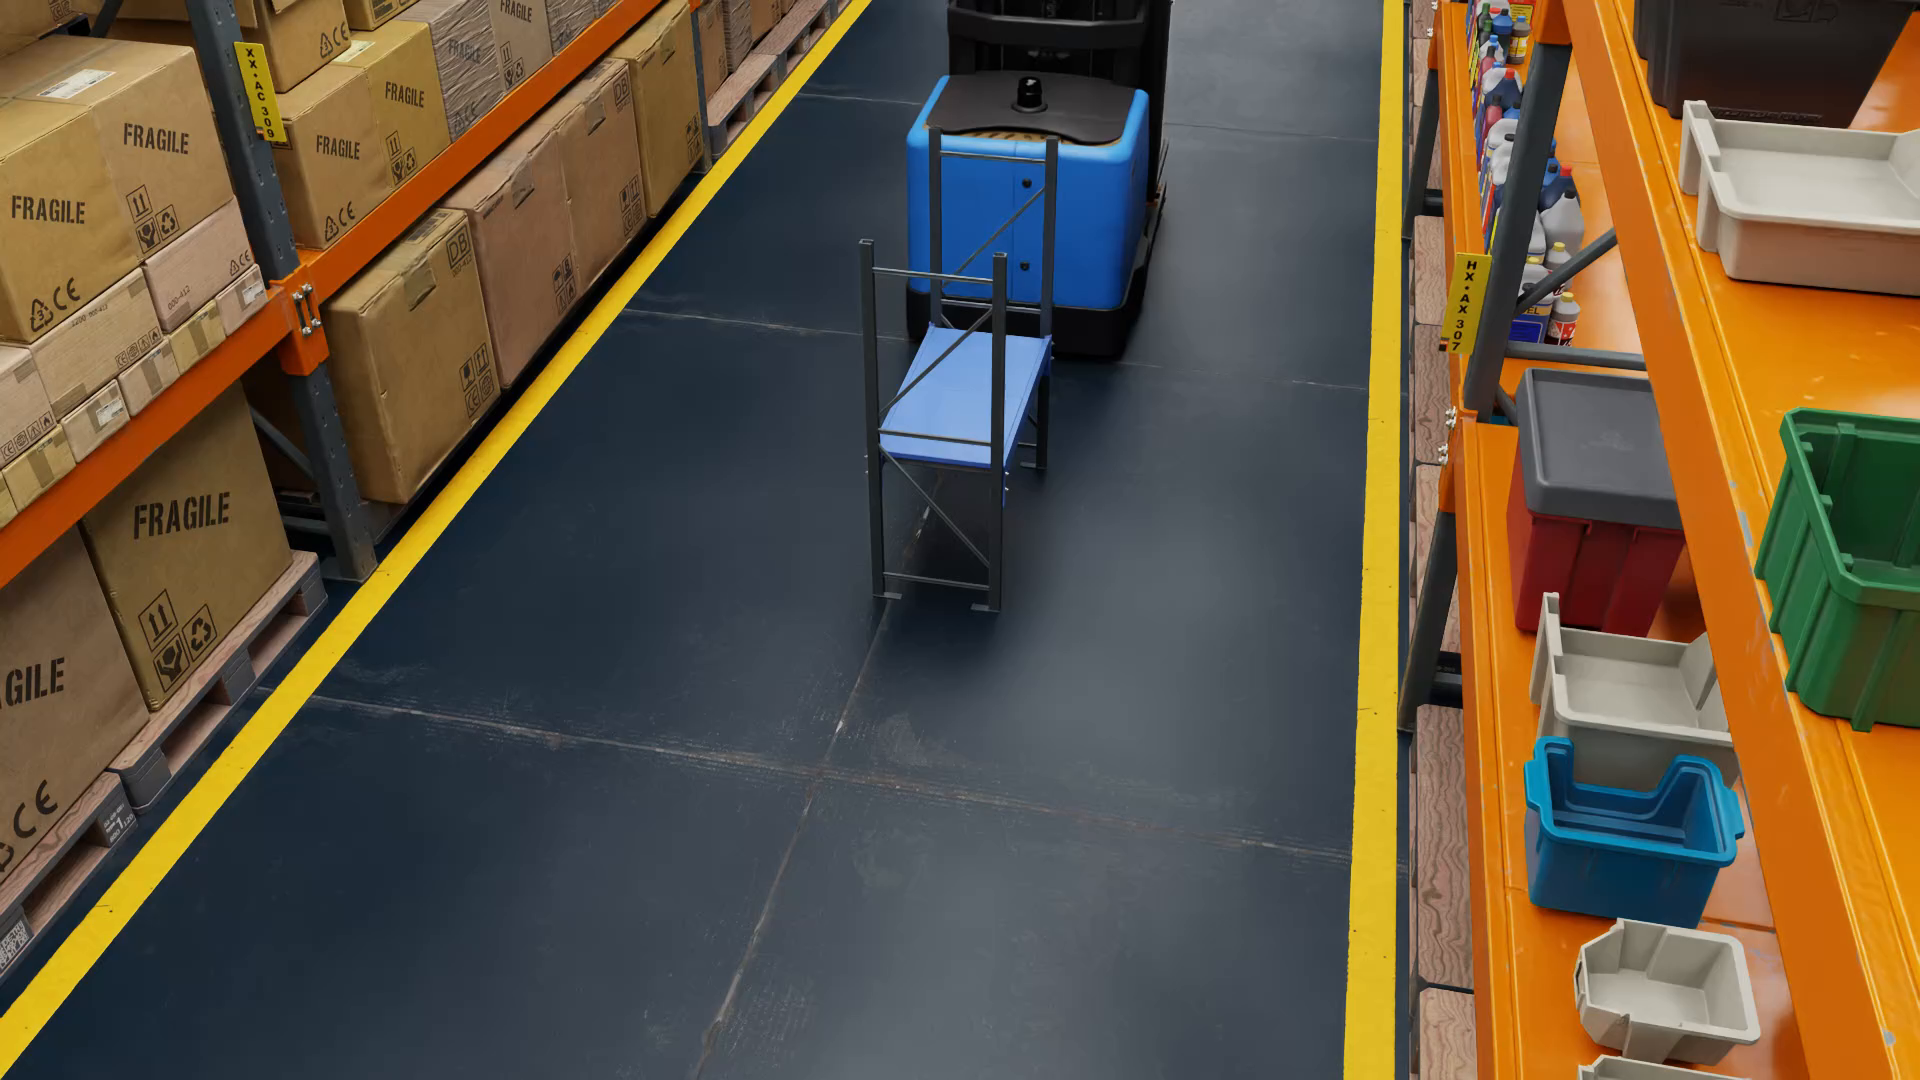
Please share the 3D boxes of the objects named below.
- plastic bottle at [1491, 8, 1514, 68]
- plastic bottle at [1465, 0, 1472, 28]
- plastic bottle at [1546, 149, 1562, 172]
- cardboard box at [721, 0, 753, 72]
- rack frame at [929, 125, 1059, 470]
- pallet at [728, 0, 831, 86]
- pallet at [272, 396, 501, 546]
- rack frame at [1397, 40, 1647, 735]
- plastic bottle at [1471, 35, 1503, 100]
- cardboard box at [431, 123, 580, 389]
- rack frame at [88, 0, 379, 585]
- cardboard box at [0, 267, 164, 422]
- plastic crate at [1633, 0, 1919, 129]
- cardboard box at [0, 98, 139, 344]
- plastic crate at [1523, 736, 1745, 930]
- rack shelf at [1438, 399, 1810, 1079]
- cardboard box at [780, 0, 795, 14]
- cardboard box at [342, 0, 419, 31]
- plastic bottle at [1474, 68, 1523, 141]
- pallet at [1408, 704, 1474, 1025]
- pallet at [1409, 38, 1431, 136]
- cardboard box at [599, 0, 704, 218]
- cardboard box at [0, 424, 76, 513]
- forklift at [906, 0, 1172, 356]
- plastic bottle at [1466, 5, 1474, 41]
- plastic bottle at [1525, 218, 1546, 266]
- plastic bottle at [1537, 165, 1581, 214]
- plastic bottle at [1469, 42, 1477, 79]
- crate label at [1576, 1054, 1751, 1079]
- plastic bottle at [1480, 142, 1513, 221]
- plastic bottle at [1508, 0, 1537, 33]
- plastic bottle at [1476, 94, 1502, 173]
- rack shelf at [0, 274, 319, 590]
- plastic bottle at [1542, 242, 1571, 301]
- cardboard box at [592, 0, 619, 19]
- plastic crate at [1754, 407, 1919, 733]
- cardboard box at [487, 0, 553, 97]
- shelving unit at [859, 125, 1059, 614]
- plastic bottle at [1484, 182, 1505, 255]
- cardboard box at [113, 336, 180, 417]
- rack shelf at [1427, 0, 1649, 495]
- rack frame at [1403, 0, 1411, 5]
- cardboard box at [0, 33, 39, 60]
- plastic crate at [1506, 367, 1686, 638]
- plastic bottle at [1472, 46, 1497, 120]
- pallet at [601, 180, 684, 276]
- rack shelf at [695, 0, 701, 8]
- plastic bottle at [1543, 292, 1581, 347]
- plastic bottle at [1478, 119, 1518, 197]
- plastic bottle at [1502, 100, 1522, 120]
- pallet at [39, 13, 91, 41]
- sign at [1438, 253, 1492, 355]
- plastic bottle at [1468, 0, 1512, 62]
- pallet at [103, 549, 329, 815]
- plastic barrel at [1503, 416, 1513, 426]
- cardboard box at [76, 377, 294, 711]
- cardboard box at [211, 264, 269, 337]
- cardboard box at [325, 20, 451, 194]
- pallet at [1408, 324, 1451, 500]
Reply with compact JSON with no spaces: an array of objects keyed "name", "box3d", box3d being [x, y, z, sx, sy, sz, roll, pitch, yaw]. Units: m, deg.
[{"name":"plastic bottle","box3d":[2.385,-2.212,7.356,0.097,0.271,0.097,0,36,0]},{"name":"plastic bottle","box3d":[2.476,-2.550,7.818,0.152,0.276,0.135,7,37,10]},{"name":"plastic bottle","box3d":[2.139,-1.300,6.097,0.097,0.271,0.097,0,36,0]},{"name":"cardboard box","box3d":[-1.725,-3.301,10.503,0.700,0.500,0.500,4,36,6]},{"name":"rack frame","box3d":[0.127,-0.948,6.779,0.500,1.500,0.032,7,37,10]},{"name":"pallet","box3d":[-1.523,-3.445,11.323,1.003,0.211,1.213,7,37,10]},{"name":"pallet","box3d":[-2.717,-0.458,7.202,1.003,0.211,1.213,7,37,10]},{"name":"rack frame","box3d":[2.030,-0.514,4.904,1.000,3.000,0.127,7,37,10]},{"name":"plastic bottle","box3d":[2.248,-2.011,7.078,0.097,0.271,0.097,0,36,0]},{"name":"cardboard box","box3d":[-2.501,-1.327,7.477,1.225,0.875,0.875,6,36,8]},{"name":"rack frame","box3d":[-2.809,-1.135,5.760,1.000,3.000,0.127,7,37,10]},{"name":"cardboard box","box3d":[-2.755,-0.612,4.913,0.500,0.250,0.500,8,37,11]},{"name":"plastic crate","box3d":[1.497,-0.998,3.127,0.497,0.269,0.590,7,37,10]},{"name":"cardboard box","box3d":[-2.757,-0.915,4.692,0.500,0.500,0.500,8,37,10]},{"name":"plastic crate","box3d":[1.364,0.613,3.440,0.416,0.233,0.300,7,37,10]},{"name":"rack shelf","box3d":[1.603,0.923,3.533,1.077,0.370,4.000,7,37,10]},{"name":"cardboard box","box3d":[-1.491,-3.947,11.394,0.700,0.500,0.500,4,36,6]},{"name":"cardboard box","box3d":[-2.522,-2.341,6.484,0.797,0.503,0.637,8,37,10]},{"name":"plastic bottle","box3d":[2.180,-1.755,6.721,0.152,0.276,0.135,7,37,10]},{"name":"pallet","box3d":[1.911,1.041,5.134,1.003,0.211,1.213,7,37,10]},{"name":"pallet","box3d":[3.351,-2.815,10.454,1.003,0.211,1.213,7,37,10]},{"name":"cardboard box","box3d":[-2.122,-2.345,8.882,1.225,0.875,0.875,6,36,8]},{"name":"cardboard box","box3d":[-2.773,-0.228,4.722,0.380,0.149,0.250,8,37,11]},{"name":"forklift","box3d":[0.535,-2.916,8.276,1.130,2.935,3.031,7,36,9]},{"name":"plastic bottle","box3d":[2.404,-2.401,7.676,0.097,0.201,0.097,0,36,0]},{"name":"plastic bottle","box3d":[1.876,-0.940,5.597,0.152,0.276,0.135,7,37,10]},{"name":"plastic bottle","box3d":[2.087,-1.150,5.823,0.144,0.351,0.185,7,37,10]},{"name":"plastic bottle","box3d":[2.297,-2.115,7.281,0.097,0.201,0.097,0,36,0]},{"name":"crate label","box3d":[1.285,1.044,2.927,0.396,0.136,0.243,7,37,10]},{"name":"plastic bottle","box3d":[2.013,-1.306,6.102,0.152,0.276,0.135,7,37,10]},{"name":"plastic bottle","box3d":[2.625,-2.531,7.792,0.152,0.276,0.135,7,37,10]},{"name":"plastic bottle","box3d":[2.067,-1.581,6.474,0.061,0.283,0.133,7,37,10]},{"name":"rack shelf","box3d":[-3.236,0.303,4.390,1.077,0.370,4.000,7,37,10]},{"name":"plastic bottle","box3d":[2.002,-0.905,5.612,0.097,0.201,0.097,0,36,0]},{"name":"cardboard box","box3d":[-1.930,-2.870,8.069,0.500,0.500,0.500,7,37,10]},{"name":"plastic crate","box3d":[1.107,0.049,1.751,0.450,0.188,0.336,7,37,10]},{"name":"cardboard box","box3d":[-2.147,-2.280,7.255,0.500,0.500,0.500,8,37,11]},{"name":"shelving unit","box3d":[0.018,-0.656,6.377,0.538,1.500,1.048,7,37,10]},{"name":"plastic bottle","box3d":[1.946,-1.168,5.848,0.144,0.351,0.185,7,37,10]},{"name":"cardboard box","box3d":[-2.663,-0.523,5.130,0.380,0.149,0.250,7,36,9]},{"name":"rack shelf","box3d":[2.457,-1.370,6.697,1.077,0.370,4.000,7,37,10]},{"name":"rack frame","box3d":[3.739,-5.101,11.232,1.000,3.000,0.127,7,37,10]},{"name":"cardboard box","box3d":[-3.161,-1.256,5.162,0.500,0.500,0.500,7,37,10]},{"name":"plastic crate","box3d":[1.594,-0.084,4.205,0.402,0.464,0.583,7,37,10]},{"name":"plastic bottle","box3d":[2.185,-1.896,6.910,0.061,0.283,0.133,7,37,10]},{"name":"pallet","box3d":[-2.196,-1.857,9.132,1.003,0.211,1.213,7,37,10]},{"name":"rack shelf","box3d":[-1.527,-4.284,10.718,1.077,0.370,4.000,7,37,10]},{"name":"plastic bottle","box3d":[1.924,-0.696,5.323,0.097,0.201,0.097,0,36,0]},{"name":"plastic bottle","box3d":[2.062,-1.439,6.286,0.152,0.276,0.135,7,37,10]},{"name":"plastic bottle","box3d":[2.148,-1.576,6.479,0.097,0.271,0.097,0,36,0]},{"name":"pallet","box3d":[-6.536,-3.422,11.291,1.003,0.211,1.213,7,37,10]},{"name":"sign","box3d":[1.493,-0.697,4.919,0.100,0.325,0.005,7,37,10]},{"name":"plastic bottle","box3d":[2.377,-2.285,7.452,0.152,0.276,0.135,7,37,10]},{"name":"pallet","box3d":[-3.047,0.420,5.991,1.003,0.211,1.213,7,37,10]},{"name":"plastic barrel","box3d":[2.163,-0.145,5.824,0.600,0.901,0.708,7,37,10]},{"name":"cardboard box","box3d":[-3.028,-0.077,5.752,0.875,0.875,0.875,7,37,10]},{"name":"cardboard box","box3d":[-2.554,-0.818,5.536,0.380,0.149,0.250,8,37,10]},{"name":"cardboard box","box3d":[-2.360,-1.697,6.450,0.500,0.500,0.500,7,37,10]},{"name":"pallet","box3d":[2.494,-0.524,7.293,1.003,0.211,1.213,7,37,10]}]
